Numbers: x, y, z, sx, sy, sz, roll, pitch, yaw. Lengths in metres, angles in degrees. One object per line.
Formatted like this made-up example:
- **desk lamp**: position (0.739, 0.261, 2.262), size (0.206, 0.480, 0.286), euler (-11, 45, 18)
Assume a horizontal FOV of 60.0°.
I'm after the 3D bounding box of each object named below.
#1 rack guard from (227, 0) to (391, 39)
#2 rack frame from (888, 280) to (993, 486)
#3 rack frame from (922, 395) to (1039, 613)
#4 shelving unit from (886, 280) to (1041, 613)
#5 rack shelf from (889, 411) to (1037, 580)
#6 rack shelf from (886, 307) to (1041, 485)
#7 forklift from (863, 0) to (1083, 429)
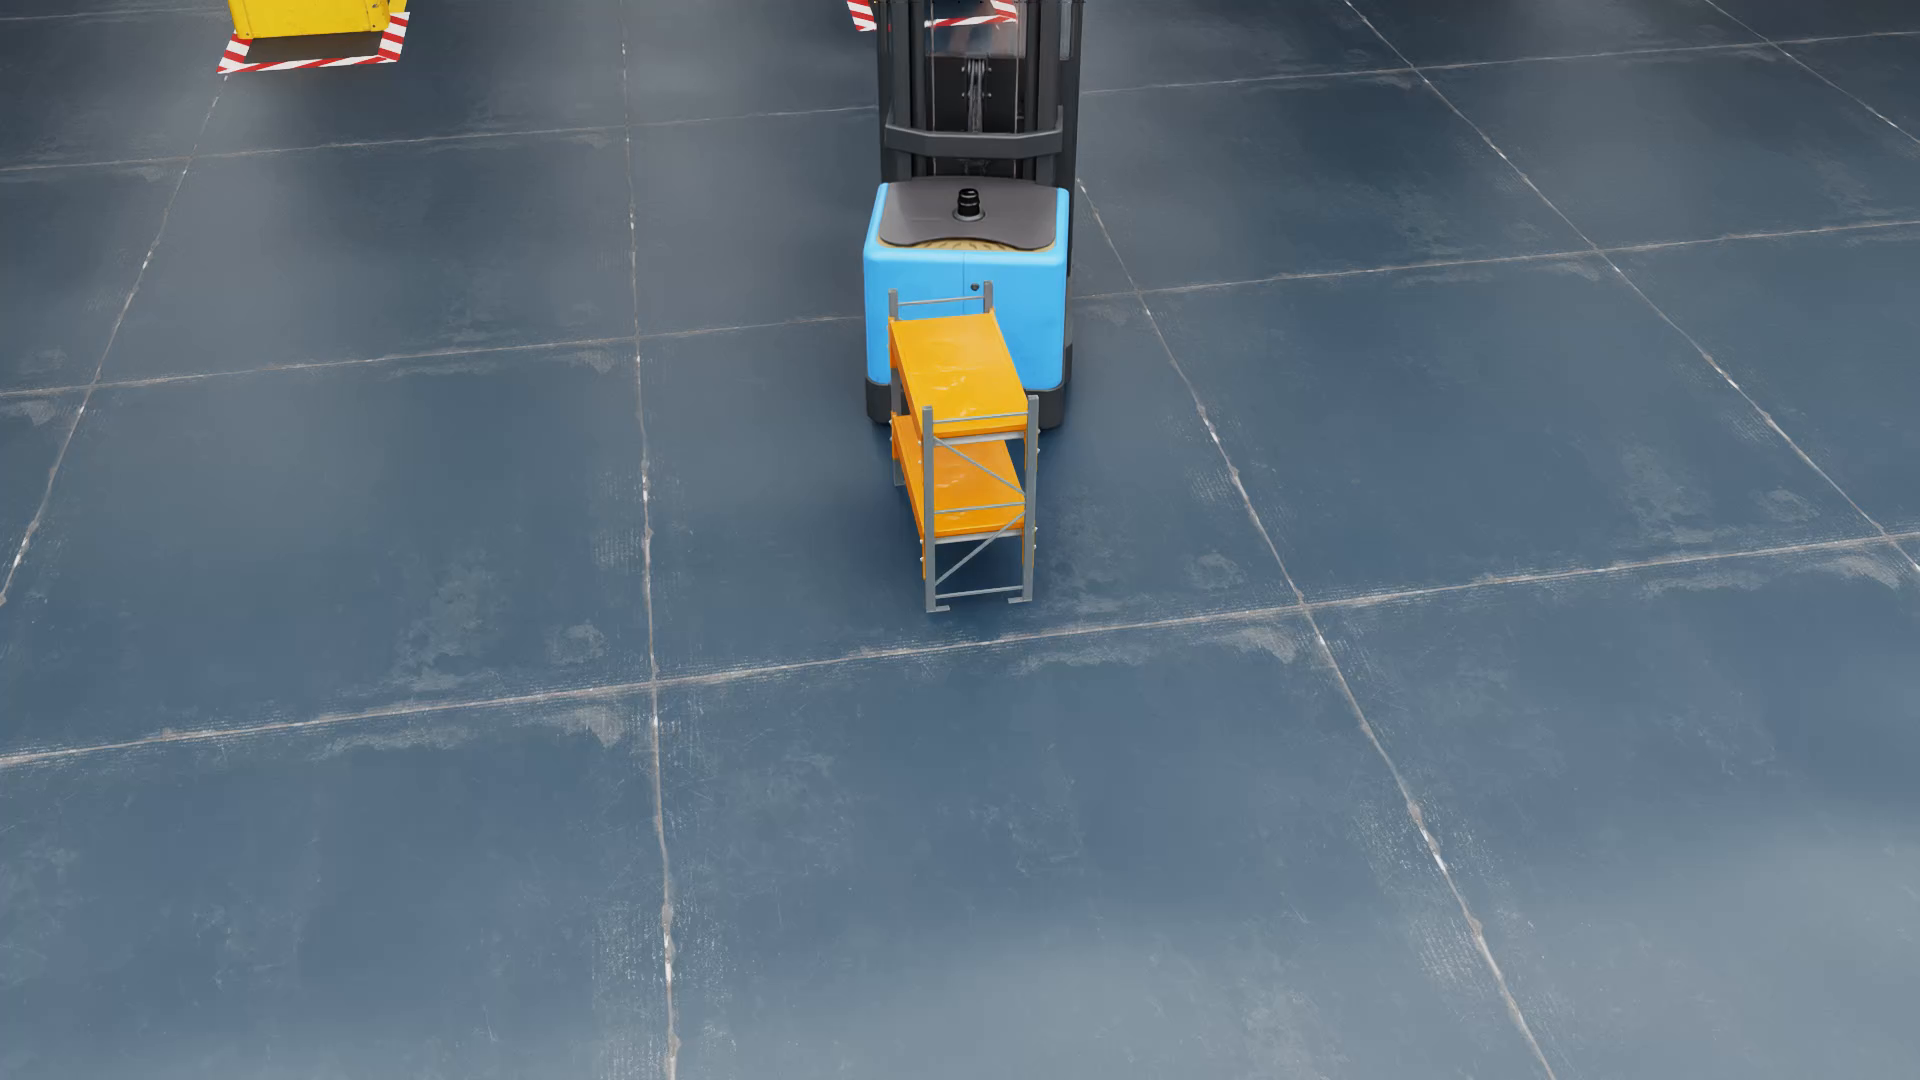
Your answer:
- **rack guard**: position (-5.242, -4.364, 13.360), size (1.175, 0.500, 0.348), euler (-6, 38, -8)
- **rack frame**: position (-0.090, -0.755, 8.205), size (0.500, 1.125, 0.032), euler (-6, 38, -8)
- **rack frame**: position (0.088, -0.141, 7.415), size (0.500, 1.125, 0.032), euler (-6, 38, -8)
- **shelving unit**: position (-0.001, -0.448, 7.810), size (0.538, 1.125, 1.048), euler (-6, 38, -8)
- **rack shelf**: position (-0.001, -0.255, 7.960), size (0.538, 0.278, 1.000), euler (-6, 38, -8)
- **rack shelf**: position (-0.001, -0.679, 7.631), size (0.538, 0.278, 1.000), euler (-6, 38, -8)
- **forklift**: position (0.118, -2.631, 9.148), size (1.130, 2.935, 3.031), euler (2, 38, 3)
